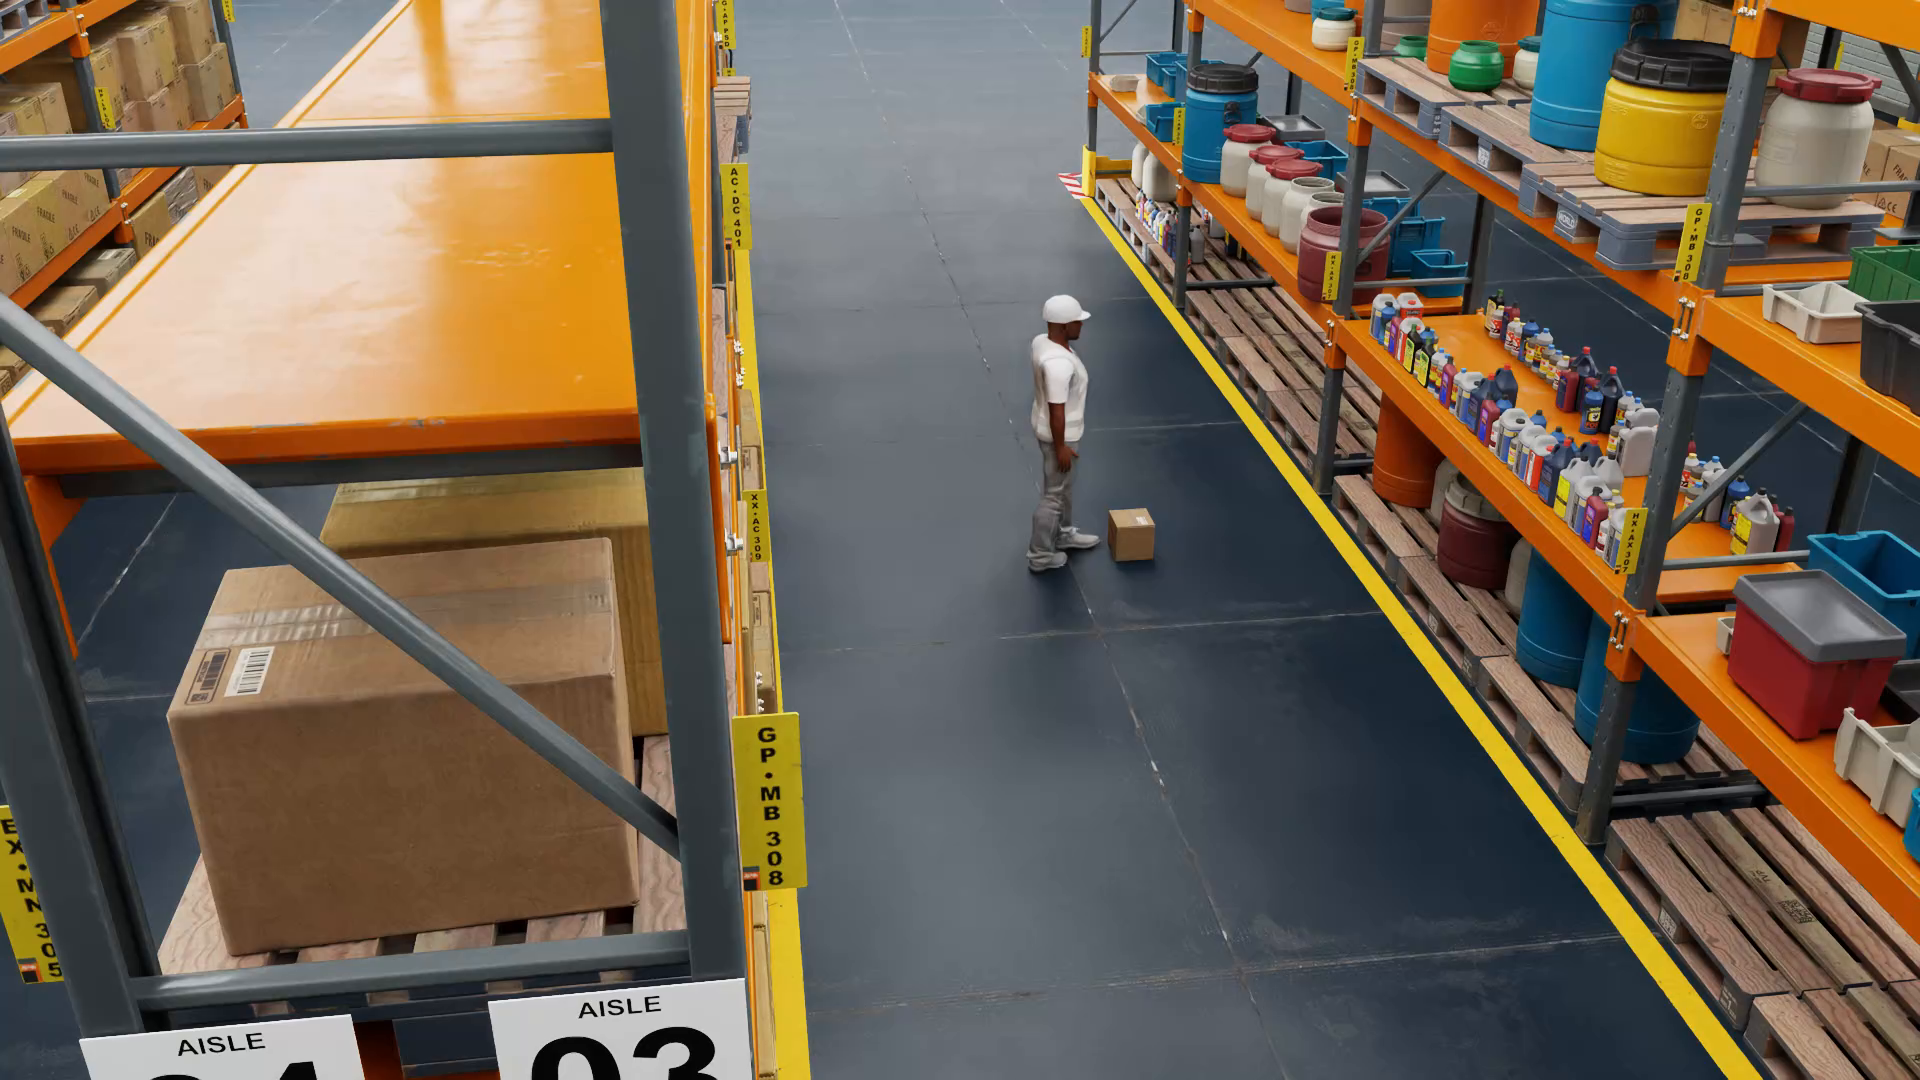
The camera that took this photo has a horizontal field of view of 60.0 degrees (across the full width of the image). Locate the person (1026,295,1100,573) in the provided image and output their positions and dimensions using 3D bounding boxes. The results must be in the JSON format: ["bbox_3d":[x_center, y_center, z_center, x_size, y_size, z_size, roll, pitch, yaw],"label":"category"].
[{"bbox_3d":[0.667,-0.682,10.420,0.533,1.776,0.588,-3,27,-6],"label":"person"}]
